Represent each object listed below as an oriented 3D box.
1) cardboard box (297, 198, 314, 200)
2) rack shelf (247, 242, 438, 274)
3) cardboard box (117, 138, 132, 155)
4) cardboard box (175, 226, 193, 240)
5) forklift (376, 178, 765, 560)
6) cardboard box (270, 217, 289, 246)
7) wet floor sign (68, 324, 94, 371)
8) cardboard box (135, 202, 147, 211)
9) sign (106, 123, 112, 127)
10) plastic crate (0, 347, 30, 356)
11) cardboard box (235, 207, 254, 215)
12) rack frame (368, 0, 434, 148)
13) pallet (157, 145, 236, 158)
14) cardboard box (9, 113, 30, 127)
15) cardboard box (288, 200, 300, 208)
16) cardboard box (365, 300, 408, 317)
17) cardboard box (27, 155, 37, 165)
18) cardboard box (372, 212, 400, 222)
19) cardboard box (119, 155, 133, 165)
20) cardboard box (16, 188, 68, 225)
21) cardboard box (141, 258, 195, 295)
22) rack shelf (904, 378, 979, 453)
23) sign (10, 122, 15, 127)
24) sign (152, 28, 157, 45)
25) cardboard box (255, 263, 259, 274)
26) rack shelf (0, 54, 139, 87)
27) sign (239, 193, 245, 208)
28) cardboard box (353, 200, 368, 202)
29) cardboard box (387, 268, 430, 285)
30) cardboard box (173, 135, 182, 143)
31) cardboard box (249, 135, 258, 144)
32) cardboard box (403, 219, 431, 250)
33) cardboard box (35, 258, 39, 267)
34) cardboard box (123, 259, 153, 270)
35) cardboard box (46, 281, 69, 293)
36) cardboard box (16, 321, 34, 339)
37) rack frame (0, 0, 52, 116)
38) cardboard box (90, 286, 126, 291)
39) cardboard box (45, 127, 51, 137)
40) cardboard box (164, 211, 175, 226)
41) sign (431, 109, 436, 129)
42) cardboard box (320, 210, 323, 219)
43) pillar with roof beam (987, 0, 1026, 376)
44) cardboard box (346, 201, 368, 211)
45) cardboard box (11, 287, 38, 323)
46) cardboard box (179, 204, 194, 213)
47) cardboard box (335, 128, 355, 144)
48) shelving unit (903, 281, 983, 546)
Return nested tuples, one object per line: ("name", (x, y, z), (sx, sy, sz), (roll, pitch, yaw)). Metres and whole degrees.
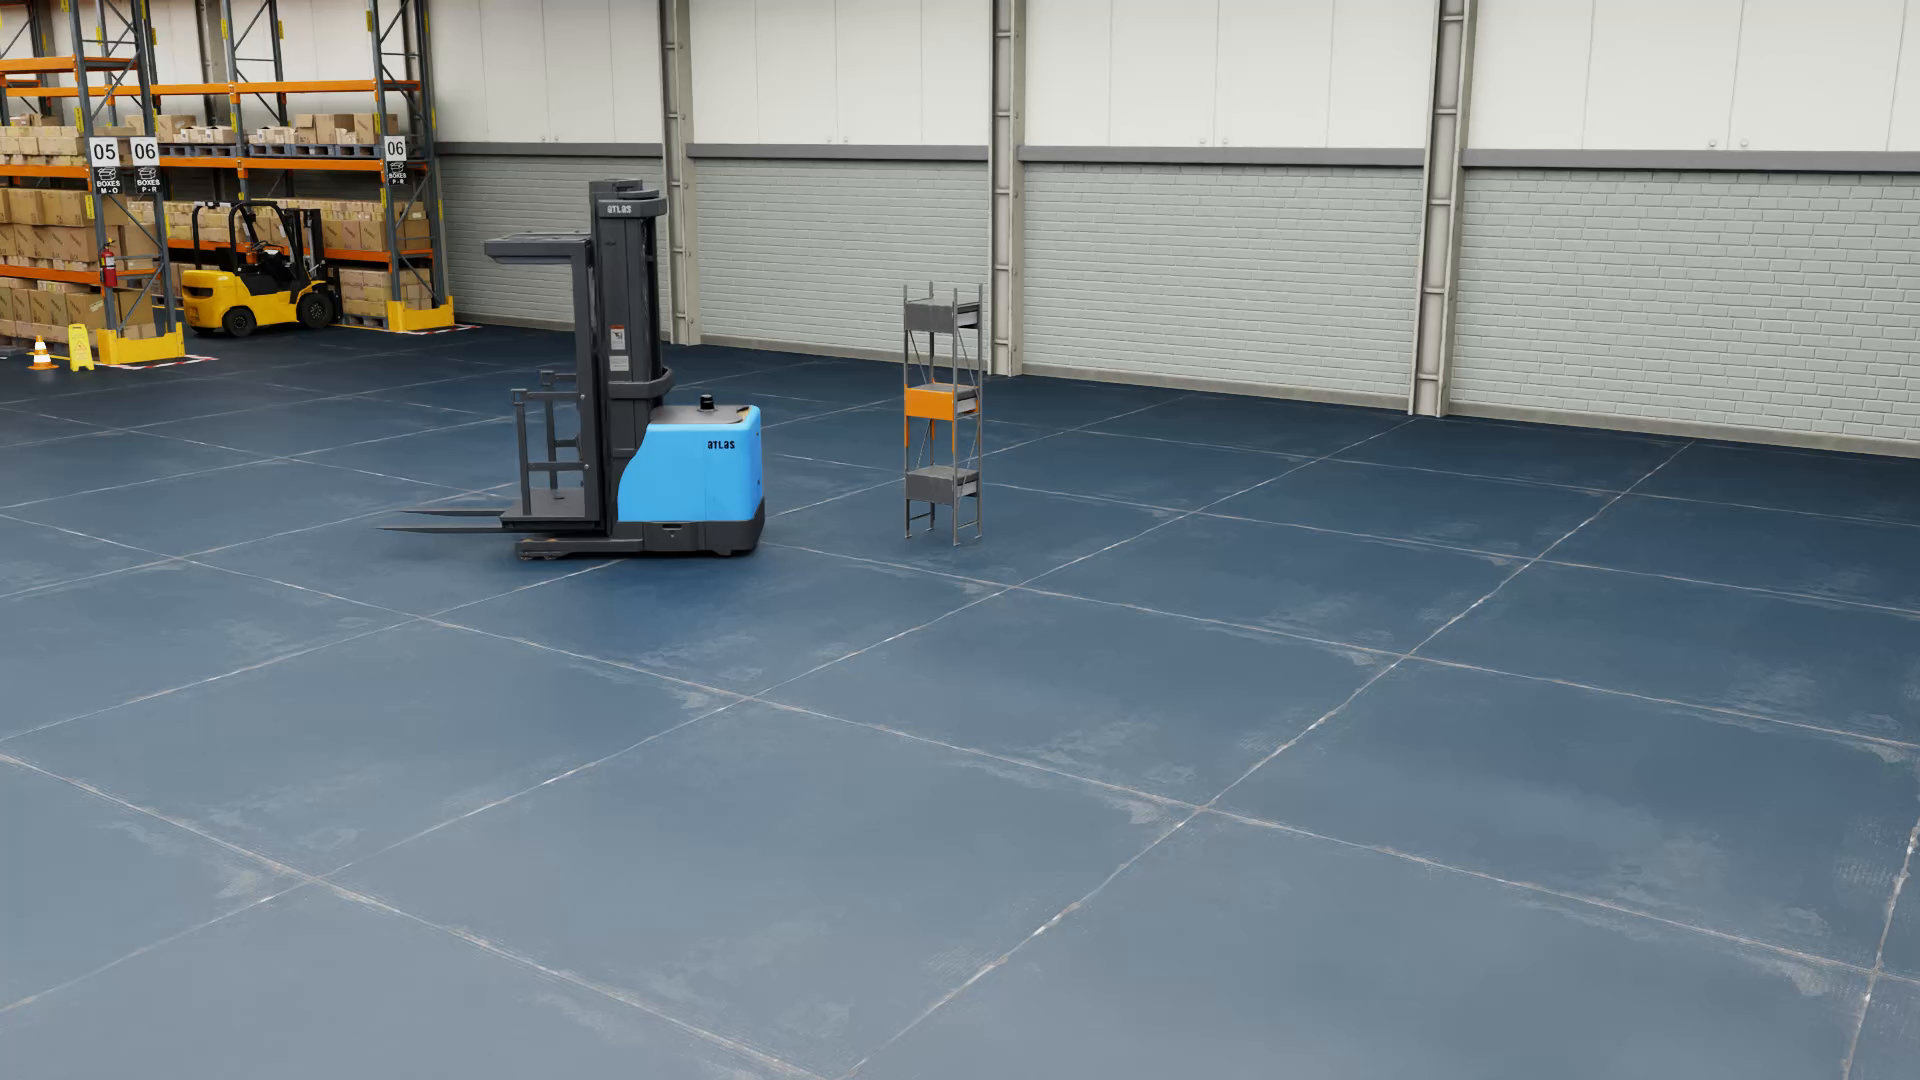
("cardboard box", (-11.726, -6.093, 30.017), (0.250, 0.149, 0.380), (9, 17, 32))
("rack shelf", (-10.912, -5.025, 29.377), (4.000, 0.370, 1.077), (9, 17, 33))
("cardboard box", (-12.289, -5.764, 24.316), (0.500, 0.250, 0.500), (9, 16, 32))
("cardboard box", (-14.384, -5.792, 31.289), (0.500, 0.250, 0.500), (10, 17, 35))
("forklift", (-3.161, -1.390, 13.340), (3.031, 2.935, 1.130), (0, 14, -1))
("cardboard box", (-11.908, -5.513, 29.642), (0.500, 0.500, 0.500), (10, 17, 34))
("wet floor sign", (-12.460, -2.734, 23.525), (0.267, 0.644, 0.232), (-10, 17, -35))
("cardboard box", (-15.569, -6.405, 31.897), (0.250, 0.149, 0.380), (10, 17, 34))
("sign", (-16.196, -7.778, 31.682), (0.005, 0.325, 0.100), (9, 17, 33))
("plastic crate", (-14.494, -2.861, 25.214), (0.583, 0.080, 0.402), (3, 14, 14))
("cardboard box", (-12.979, -6.007, 30.290), (0.250, 0.149, 0.380), (10, 17, 35))
("rack frame", (-9.253, -8.018, 27.486), (0.127, 3.000, 1.000), (9, 17, 33))
("pallet", (-14.348, -7.321, 31.304), (1.213, 0.211, 1.003), (10, 17, 35))
("cardboard box", (-19.155, -8.537, 33.785), (0.258, 0.266, 0.396), (9, 17, 32))
("cardboard box", (-11.602, -5.914, 29.296), (0.250, 0.149, 0.380), (9, 16, 32))
("cardboard box", (-9.819, -3.975, 28.487), (0.500, 0.250, 0.500), (9, 17, 33))
("cardboard box", (-13.519, -5.619, 24.561), (0.250, 0.149, 0.380), (9, 16, 31))
("cardboard box", (-9.697, -5.460, 28.079), (0.250, 0.149, 0.380), (9, 17, 34))
("cardboard box", (-12.114, -5.559, 24.318), (0.250, 0.149, 0.380), (9, 17, 33))
("cardboard box", (-13.462, -4.936, 24.613), (0.500, 0.500, 0.700), (9, 16, 32))
("cardboard box", (-15.381, -5.144, 32.427), (0.625, 0.625, 0.875), (10, 17, 35))
("rack shelf", (-0.137, -1.028, 13.664), (0.480, 0.518, 0.431), (9, 17, 33))
("sign", (-15.043, -6.468, 26.392), (0.005, 0.325, 0.100), (9, 17, 33))
("sign", (-15.584, -9.732, 32.138), (0.005, 0.325, 0.100), (9, 17, 33))
("cardboard box", (-12.346, -4.869, 30.019), (0.500, 0.250, 0.500), (9, 16, 32))
("rack shelf", (-13.680, -6.945, 24.656), (4.000, 0.370, 1.077), (9, 17, 33))
("sign", (-12.867, -6.056, 29.802), (0.005, 0.325, 0.100), (9, 17, 33))
("cardboard box", (-10.430, -5.897, 29.226), (0.250, 0.149, 0.380), (9, 16, 31))
("cardboard box", (-9.546, -4.563, 28.780), (0.500, 0.250, 0.500), (9, 16, 32))
("cardboard box", (-14.294, -7.419, 30.750), (0.250, 0.149, 0.380), (9, 16, 32))
("cardboard box", (-12.369, -7.108, 29.493), (0.250, 0.149, 0.380), (10, 17, 34))
("cardboard box", (-9.509, -5.276, 28.687), (0.500, 0.500, 0.500), (10, 17, 35))
("cardboard box", (-13.707, -4.210, 25.111), (0.250, 0.149, 0.380), (9, 17, 33))
("cardboard box", (-12.186, -4.081, 24.588), (0.250, 0.149, 0.380), (9, 17, 33))
("cardboard box", (-13.379, -3.789, 24.826), (0.250, 0.149, 0.380), (10, 17, 34))
("cardboard box", (-14.109, -3.248, 25.551), (0.500, 0.250, 0.500), (9, 16, 32))
("rack frame", (-19.210, -9.627, 33.987), (0.127, 3.000, 1.000), (9, 17, 33))
("cardboard box", (-12.991, -3.584, 25.349), (0.500, 0.500, 0.500), (8, 16, 31))
("cardboard box", (-13.062, -5.940, 24.199), (0.250, 0.149, 0.380), (9, 17, 33))
("cardboard box", (-14.820, -6.099, 31.491), (0.500, 0.250, 0.500), (9, 16, 31))
("sign", (-8.938, -7.135, 28.176), (0.005, 0.325, 0.100), (9, 17, 33))
("cardboard box", (-10.932, -5.679, 28.962), (0.250, 0.149, 0.380), (9, 17, 32))
("pillar with roof beam", (-1.773, -5.823, 18.621), (0.400, 9.000, 9.100), (9, 17, 33))
("cardboard box", (-10.287, -5.725, 28.529), (0.250, 0.149, 0.380), (9, 17, 33))
("cardboard box", (-14.120, -3.613, 25.464), (0.500, 0.500, 0.500), (10, 17, 36))
("cardboard box", (-14.319, -6.193, 31.040), (0.250, 0.149, 0.380), (9, 16, 31))
("cardboard box", (-10.320, -6.834, 28.142), (0.258, 0.266, 0.396), (9, 17, 33))
("shelving unit", (-0.137, -1.041, 13.661), (0.503, 2.100, 0.431), (9, 17, 33))
